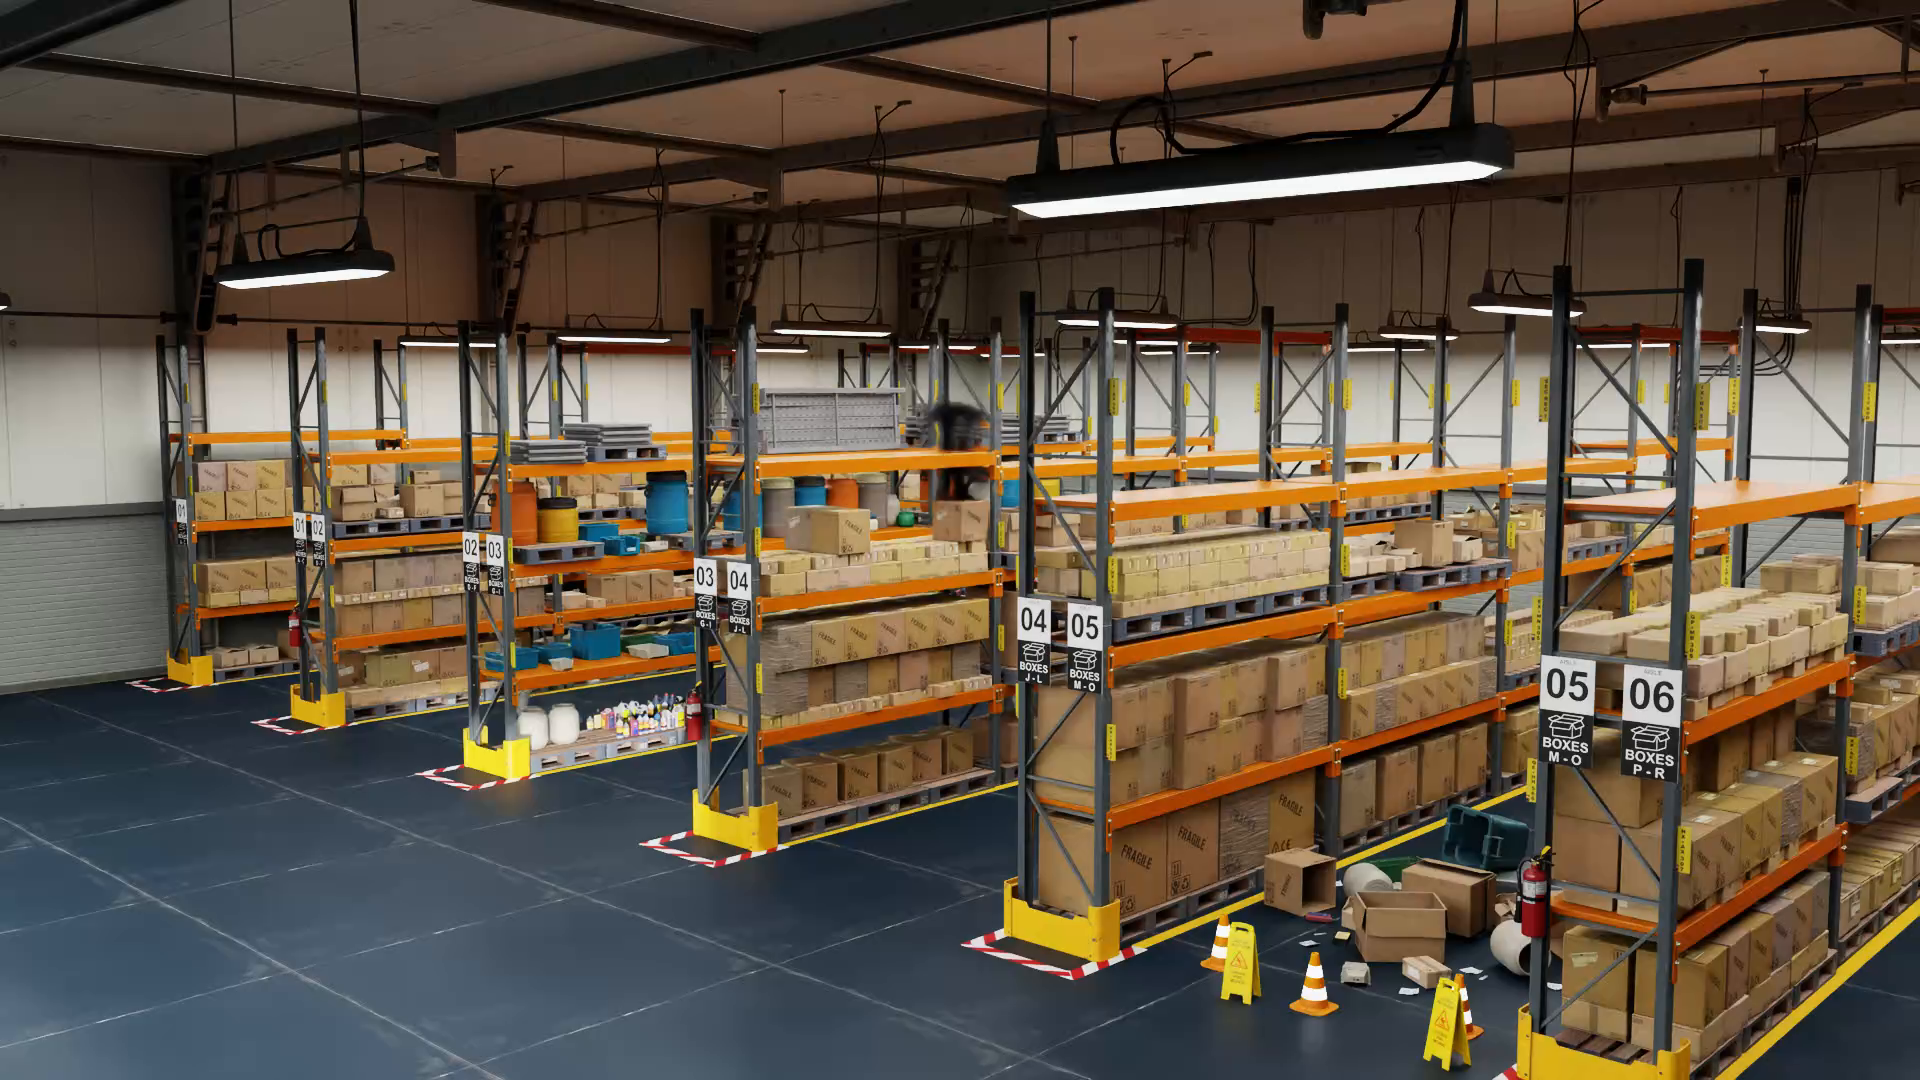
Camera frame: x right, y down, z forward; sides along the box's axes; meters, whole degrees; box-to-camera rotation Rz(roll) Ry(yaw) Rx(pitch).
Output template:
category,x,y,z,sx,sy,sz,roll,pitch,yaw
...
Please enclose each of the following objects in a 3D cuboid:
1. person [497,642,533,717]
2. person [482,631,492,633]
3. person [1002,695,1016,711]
category,x,y,z,sx,sy,sz,roll,pitch,yaw
person,-6.477,2.164,24.254,0.639,1.483,0.826,2,6,17
person,-8.394,1.618,29.358,0.711,1.583,0.876,3,6,26
person,0.732,2.116,24.443,0.576,1.518,0.836,3,6,30
